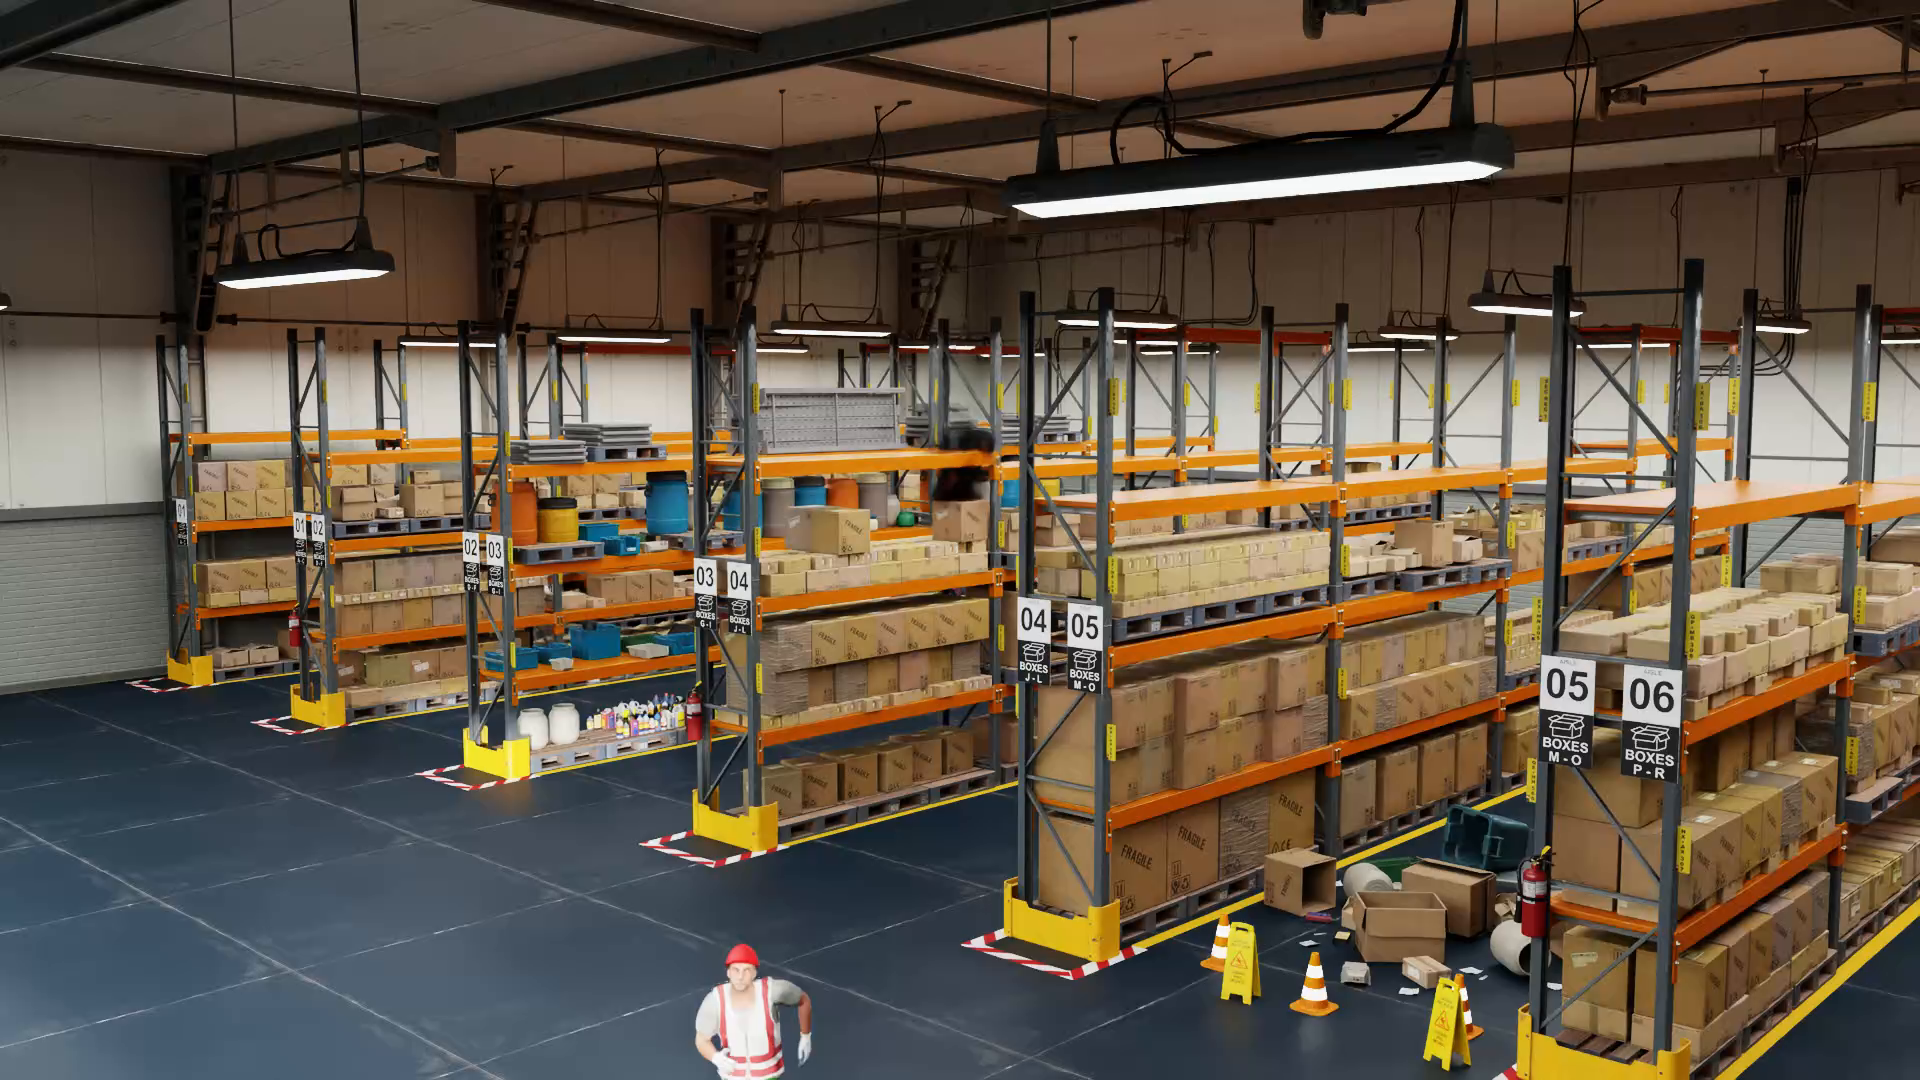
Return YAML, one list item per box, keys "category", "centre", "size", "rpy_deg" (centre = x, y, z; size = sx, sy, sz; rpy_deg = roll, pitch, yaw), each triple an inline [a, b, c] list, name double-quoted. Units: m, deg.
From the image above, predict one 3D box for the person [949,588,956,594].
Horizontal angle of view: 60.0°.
- category: "person"
  centre: [-0.321, 1.421, 30.829]
  size: [0.584, 1.721, 0.748]
  rpy_deg: [-5, 8, -44]

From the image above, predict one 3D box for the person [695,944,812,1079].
- category: "person"
  centre: [-1.280, 3.334, 10.259]
  size: [0.707, 1.728, 0.657]
  rpy_deg: [0, 5, -1]

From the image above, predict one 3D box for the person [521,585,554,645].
- category: "person"
  centre: [-7.781, 1.403, 30.855]
  size: [0.686, 1.829, 0.876]
  rpy_deg: [4, 7, 37]
